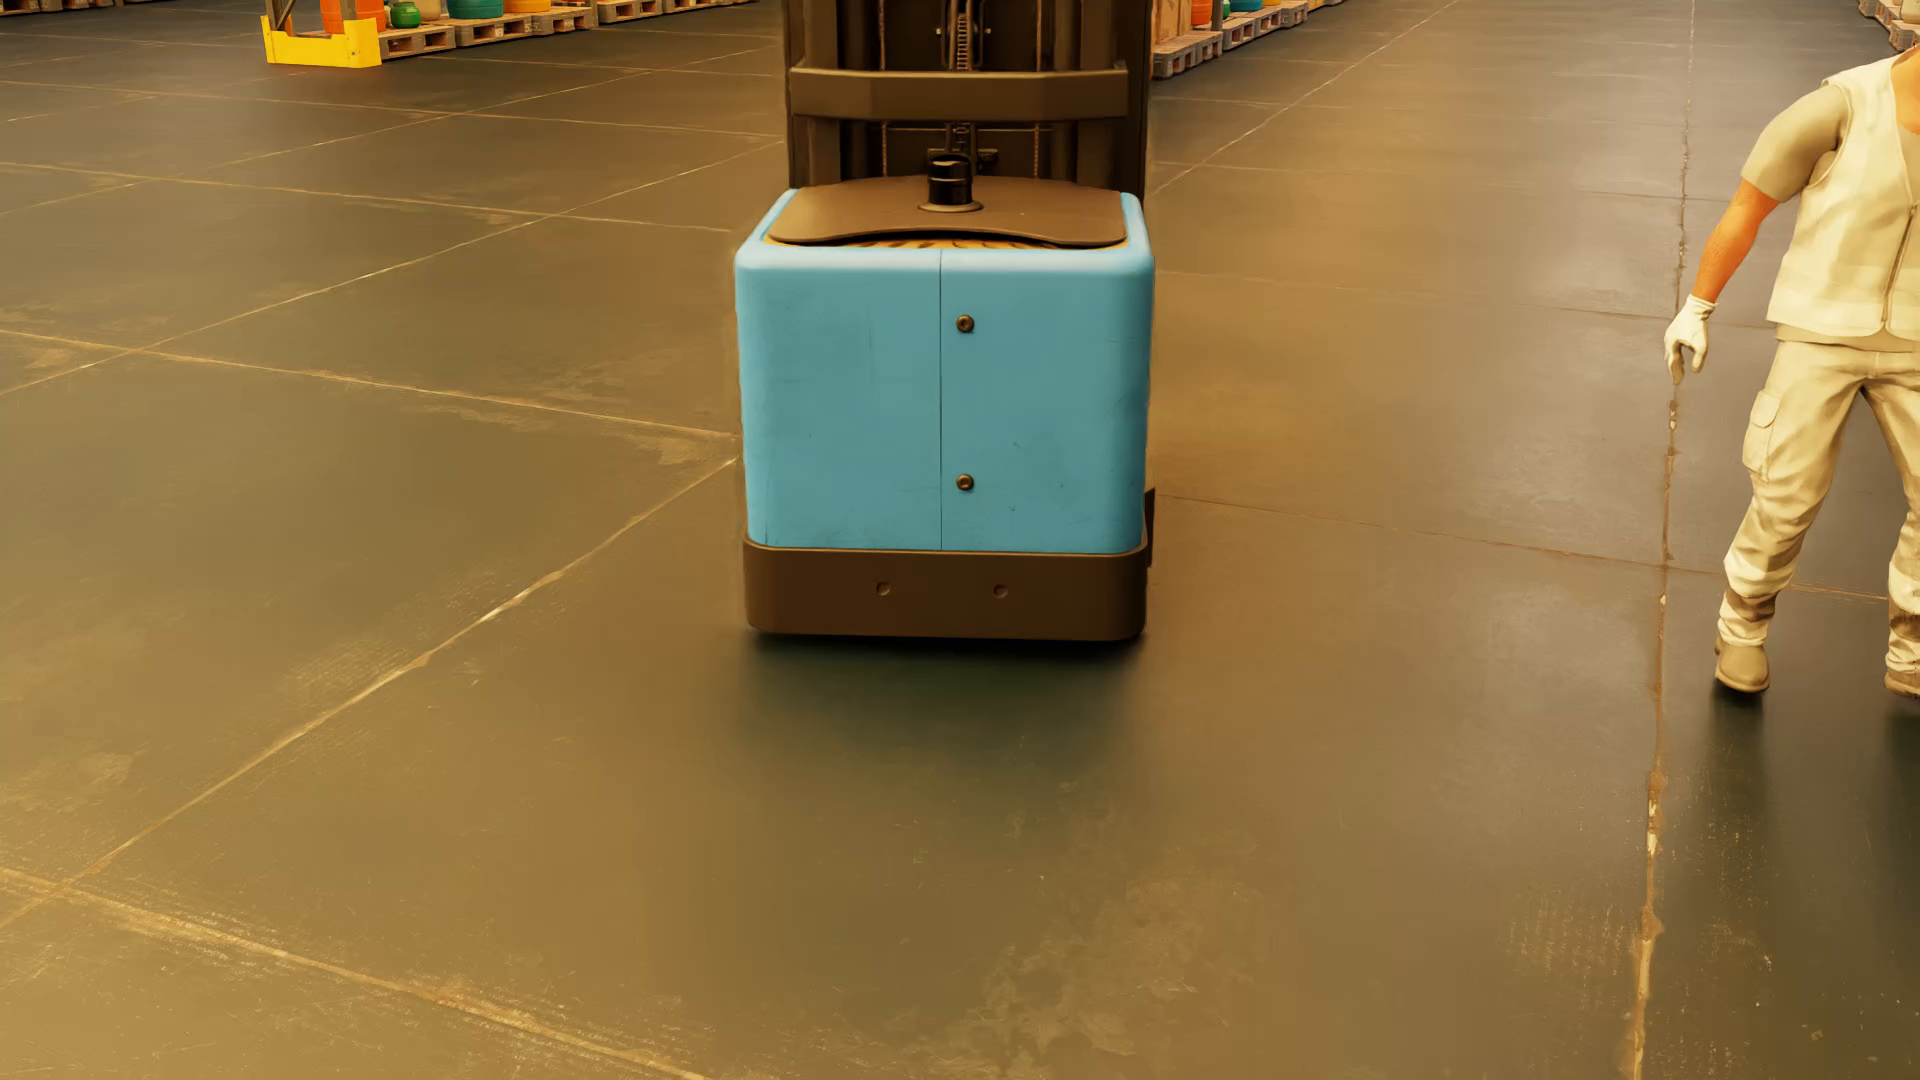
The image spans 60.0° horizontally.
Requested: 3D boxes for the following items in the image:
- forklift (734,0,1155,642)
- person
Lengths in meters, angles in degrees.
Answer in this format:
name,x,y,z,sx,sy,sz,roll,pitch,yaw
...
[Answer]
name,x,y,z,sx,sy,sz,roll,pitch,yaw
forklift,0.034,-1.616,5.158,1.130,2.935,3.031,1,23,3
person,2.088,-0.437,3.780,0.866,1.745,0.442,4,23,10
